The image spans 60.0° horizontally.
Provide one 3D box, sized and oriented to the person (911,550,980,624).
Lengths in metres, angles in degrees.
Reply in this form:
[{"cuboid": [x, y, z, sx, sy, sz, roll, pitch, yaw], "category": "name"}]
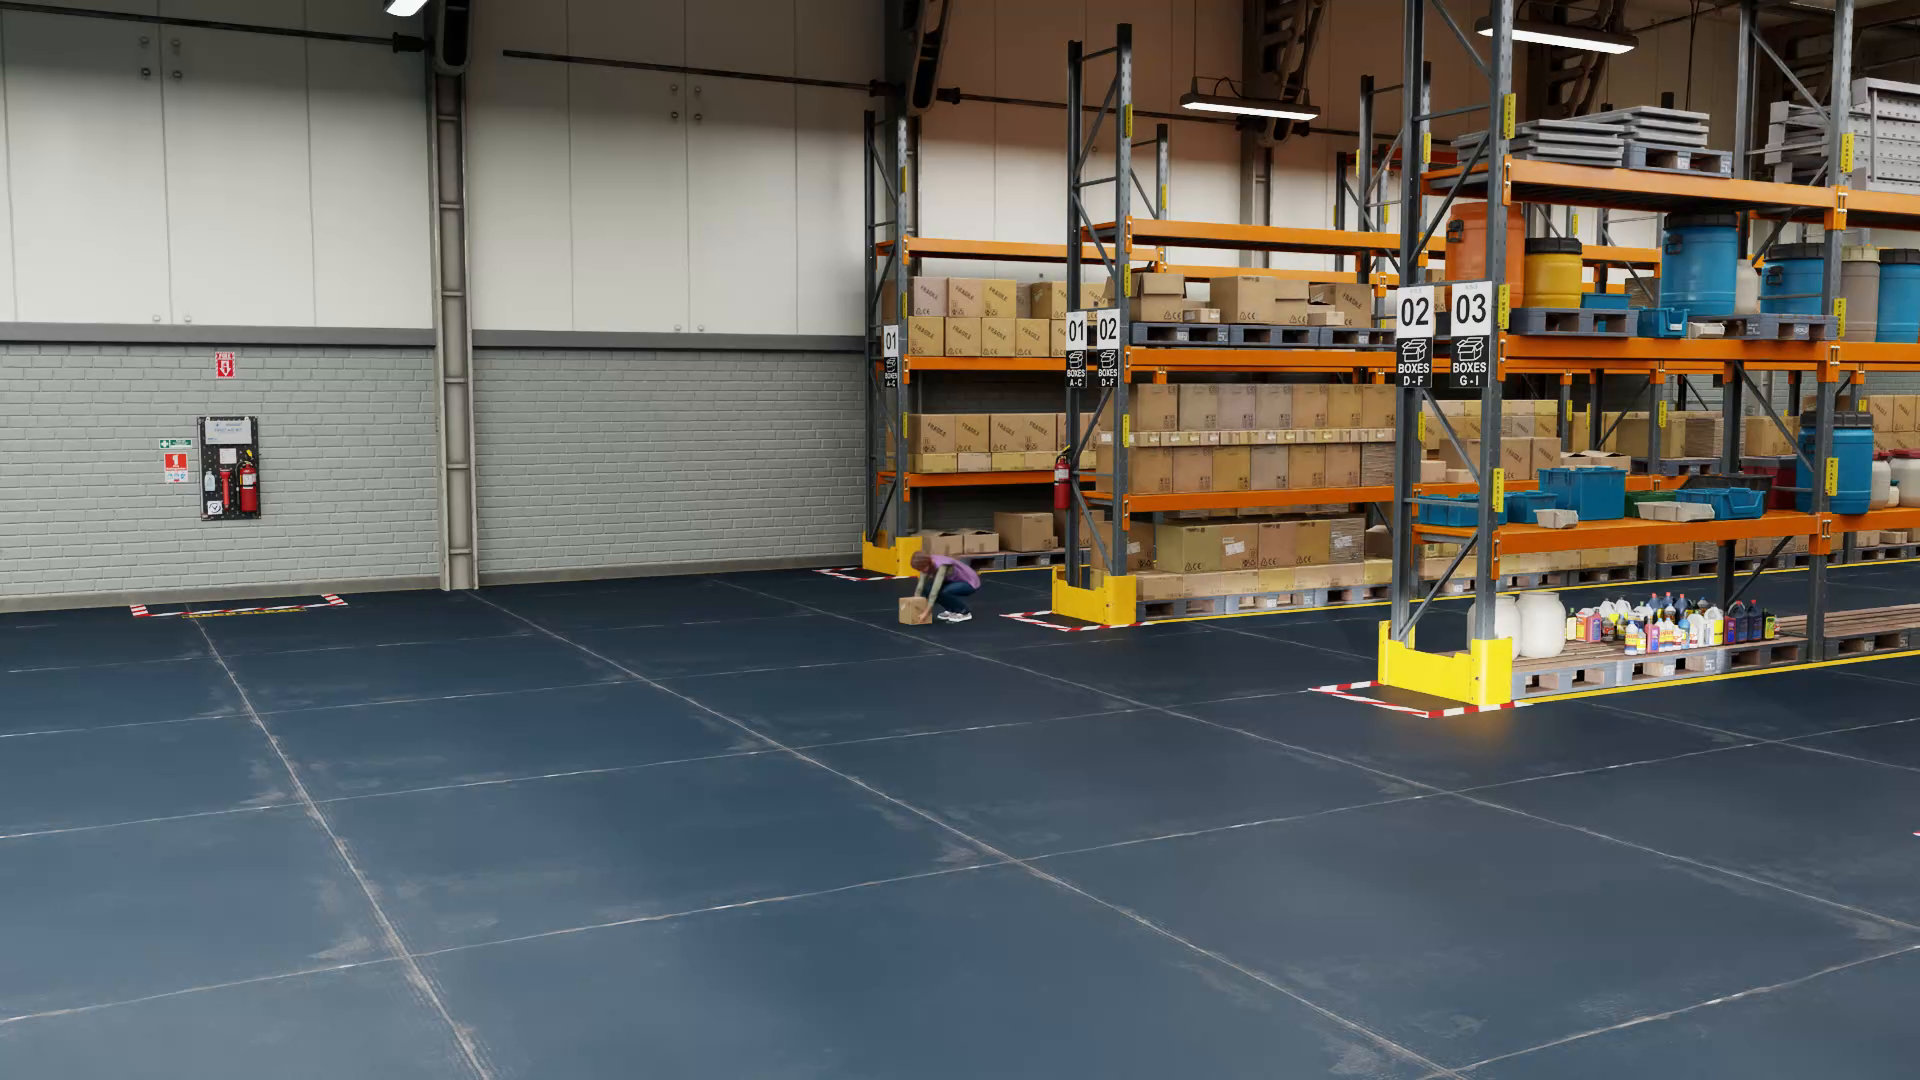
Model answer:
[{"cuboid": [-0.166, 0.473, 17.217, 0.808, 0.769, 0.437, -3, 6, -29], "category": "person"}]
